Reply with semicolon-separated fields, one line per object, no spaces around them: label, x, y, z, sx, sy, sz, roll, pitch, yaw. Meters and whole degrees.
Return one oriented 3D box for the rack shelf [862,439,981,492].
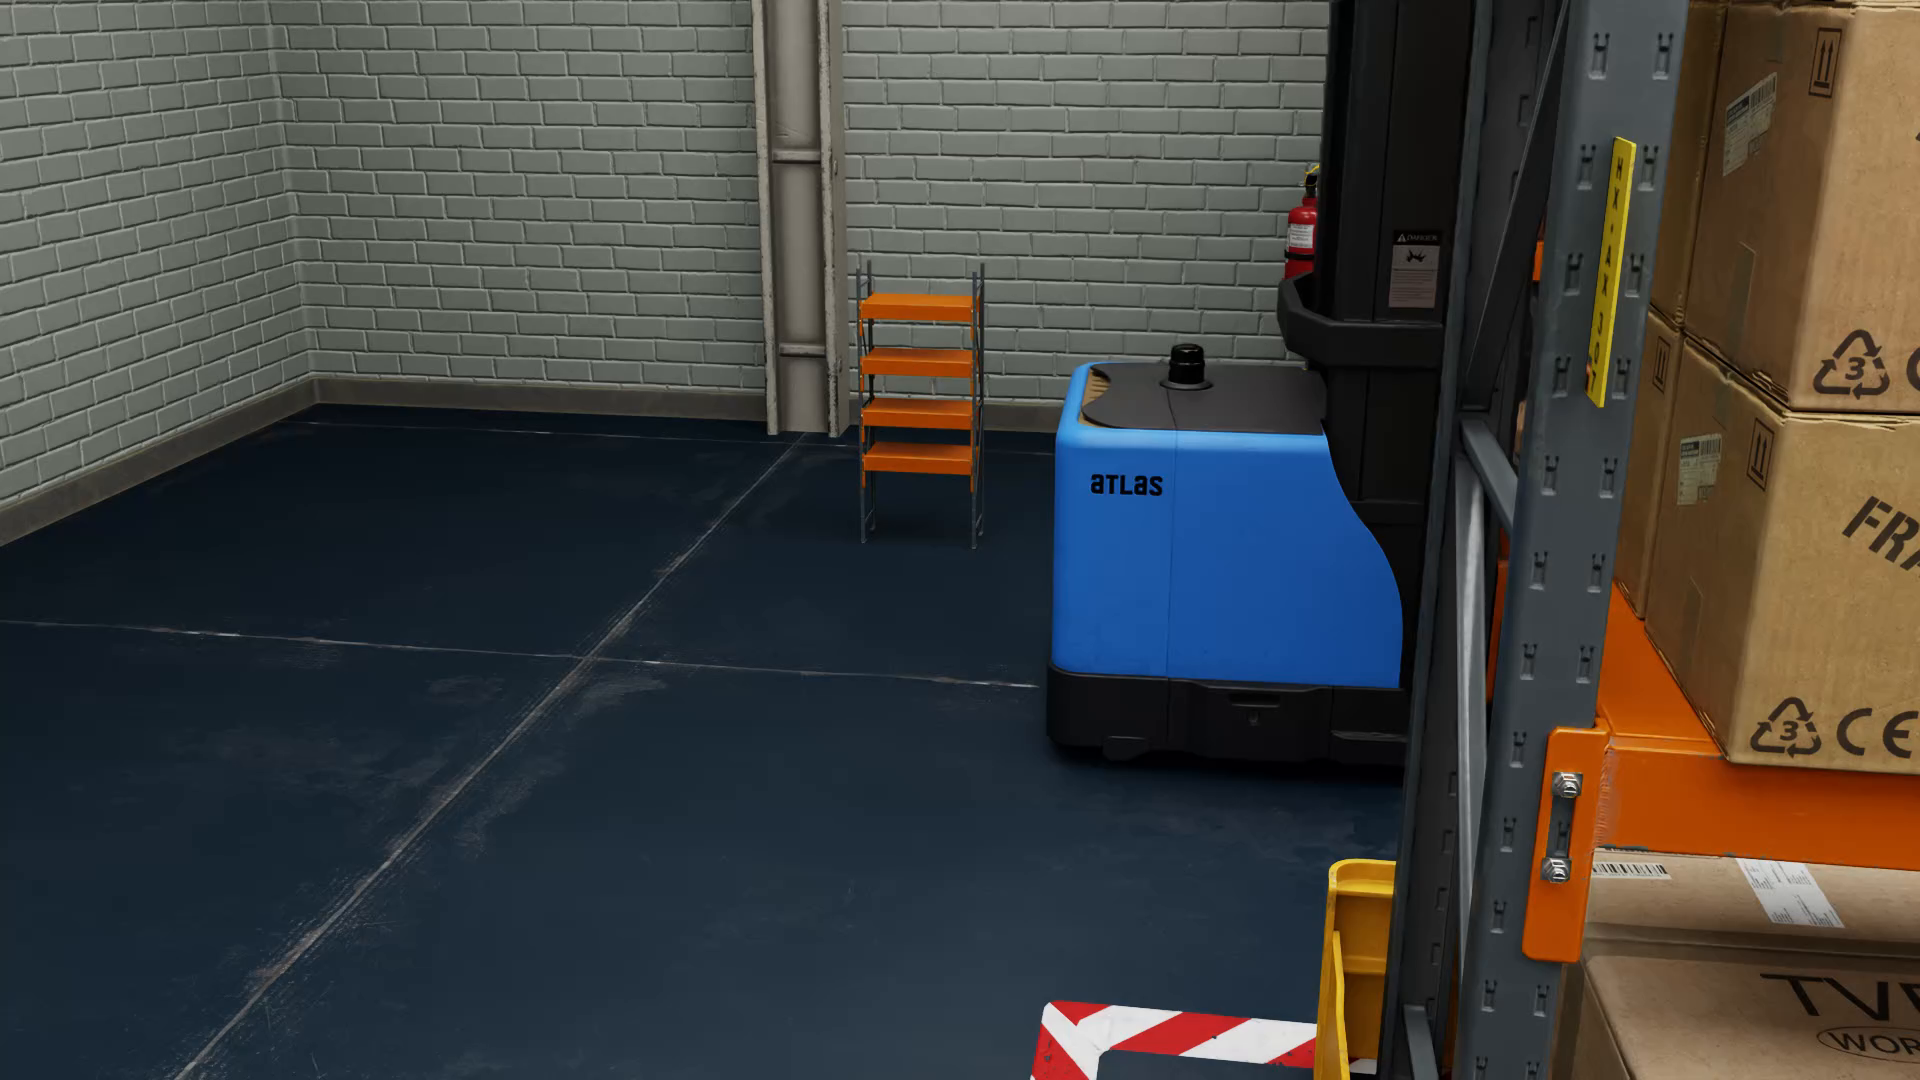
rack shelf;-0.163;-0.325;7.222;0.480;0.148;0.258;3;19;9

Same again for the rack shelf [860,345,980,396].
rack shelf;-0.163;-0.726;7.088;0.480;0.148;0.258;3;19;9

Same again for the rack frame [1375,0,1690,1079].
rack frame;0.908;-0.060;2.755;0.127;3.000;1.000;3;19;9

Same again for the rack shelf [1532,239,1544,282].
rack shelf;3.667;-1.174;7.217;4.000;0.370;1.077;3;19;9

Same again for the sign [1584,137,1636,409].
sign;0.814;-0.335;2.087;0.005;0.325;0.100;3;19;9

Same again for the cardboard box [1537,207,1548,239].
cardboard box;2.496;-1.393;7.135;0.250;0.149;0.380;3;19;8

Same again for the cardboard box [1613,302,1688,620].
cardboard box;1.427;-0.166;2.915;0.500;0.500;0.500;3;19;9

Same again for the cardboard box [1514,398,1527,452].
cardboard box;2.281;-0.570;7.552;0.637;0.503;0.797;2;19;6

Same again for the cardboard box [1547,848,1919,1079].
cardboard box;1.576;0.958;3.090;0.875;0.438;0.875;2;19;7

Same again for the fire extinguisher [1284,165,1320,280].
fire extinguisher;1.473;-1.264;7.064;0.183;0.674;0.296;3;19;9

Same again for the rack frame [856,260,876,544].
rack frame;-0.404;-0.590;7.174;0.015;1.200;0.240;3;19;9

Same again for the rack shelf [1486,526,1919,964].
rack shelf;2.883;0.382;2.569;4.000;0.370;1.077;3;19;9

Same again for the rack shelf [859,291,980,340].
rack shelf;-0.163;-0.950;7.013;0.480;0.148;0.258;3;19;9

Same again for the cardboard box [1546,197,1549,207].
cardboard box;2.595;-1.553;6.984;0.500;0.250;0.500;3;19;9

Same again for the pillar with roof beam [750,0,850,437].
pillar with roof beam;-1.510;-3.530;3.670;0.400;9.000;9.100;3;19;9

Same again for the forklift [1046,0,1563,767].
forklift;1.828;-0.793;5.052;3.031;2.935;1.130;2;19;7

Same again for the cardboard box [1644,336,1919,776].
cardboard box;1.337;0.007;2.399;0.500;0.500;0.500;3;19;8

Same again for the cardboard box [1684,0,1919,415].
cardboard box;1.337;-0.468;2.242;0.500;0.500;0.500;3;19;7

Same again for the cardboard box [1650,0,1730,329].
cardboard box;1.422;-0.632;2.731;0.500;0.500;0.500;4;19;10

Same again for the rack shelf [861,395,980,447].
rack shelf;-0.163;-0.514;7.159;0.480;0.148;0.258;3;19;9

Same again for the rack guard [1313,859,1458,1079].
rack guard;0.885;1.124;3.156;0.348;0.500;1.175;3;19;9

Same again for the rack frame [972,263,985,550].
rack frame;0.077;-0.565;7.101;0.015;1.200;0.240;3;19;9

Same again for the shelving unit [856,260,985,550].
shelving unit;-0.163;-0.577;7.138;0.503;1.200;0.258;3;19;9
